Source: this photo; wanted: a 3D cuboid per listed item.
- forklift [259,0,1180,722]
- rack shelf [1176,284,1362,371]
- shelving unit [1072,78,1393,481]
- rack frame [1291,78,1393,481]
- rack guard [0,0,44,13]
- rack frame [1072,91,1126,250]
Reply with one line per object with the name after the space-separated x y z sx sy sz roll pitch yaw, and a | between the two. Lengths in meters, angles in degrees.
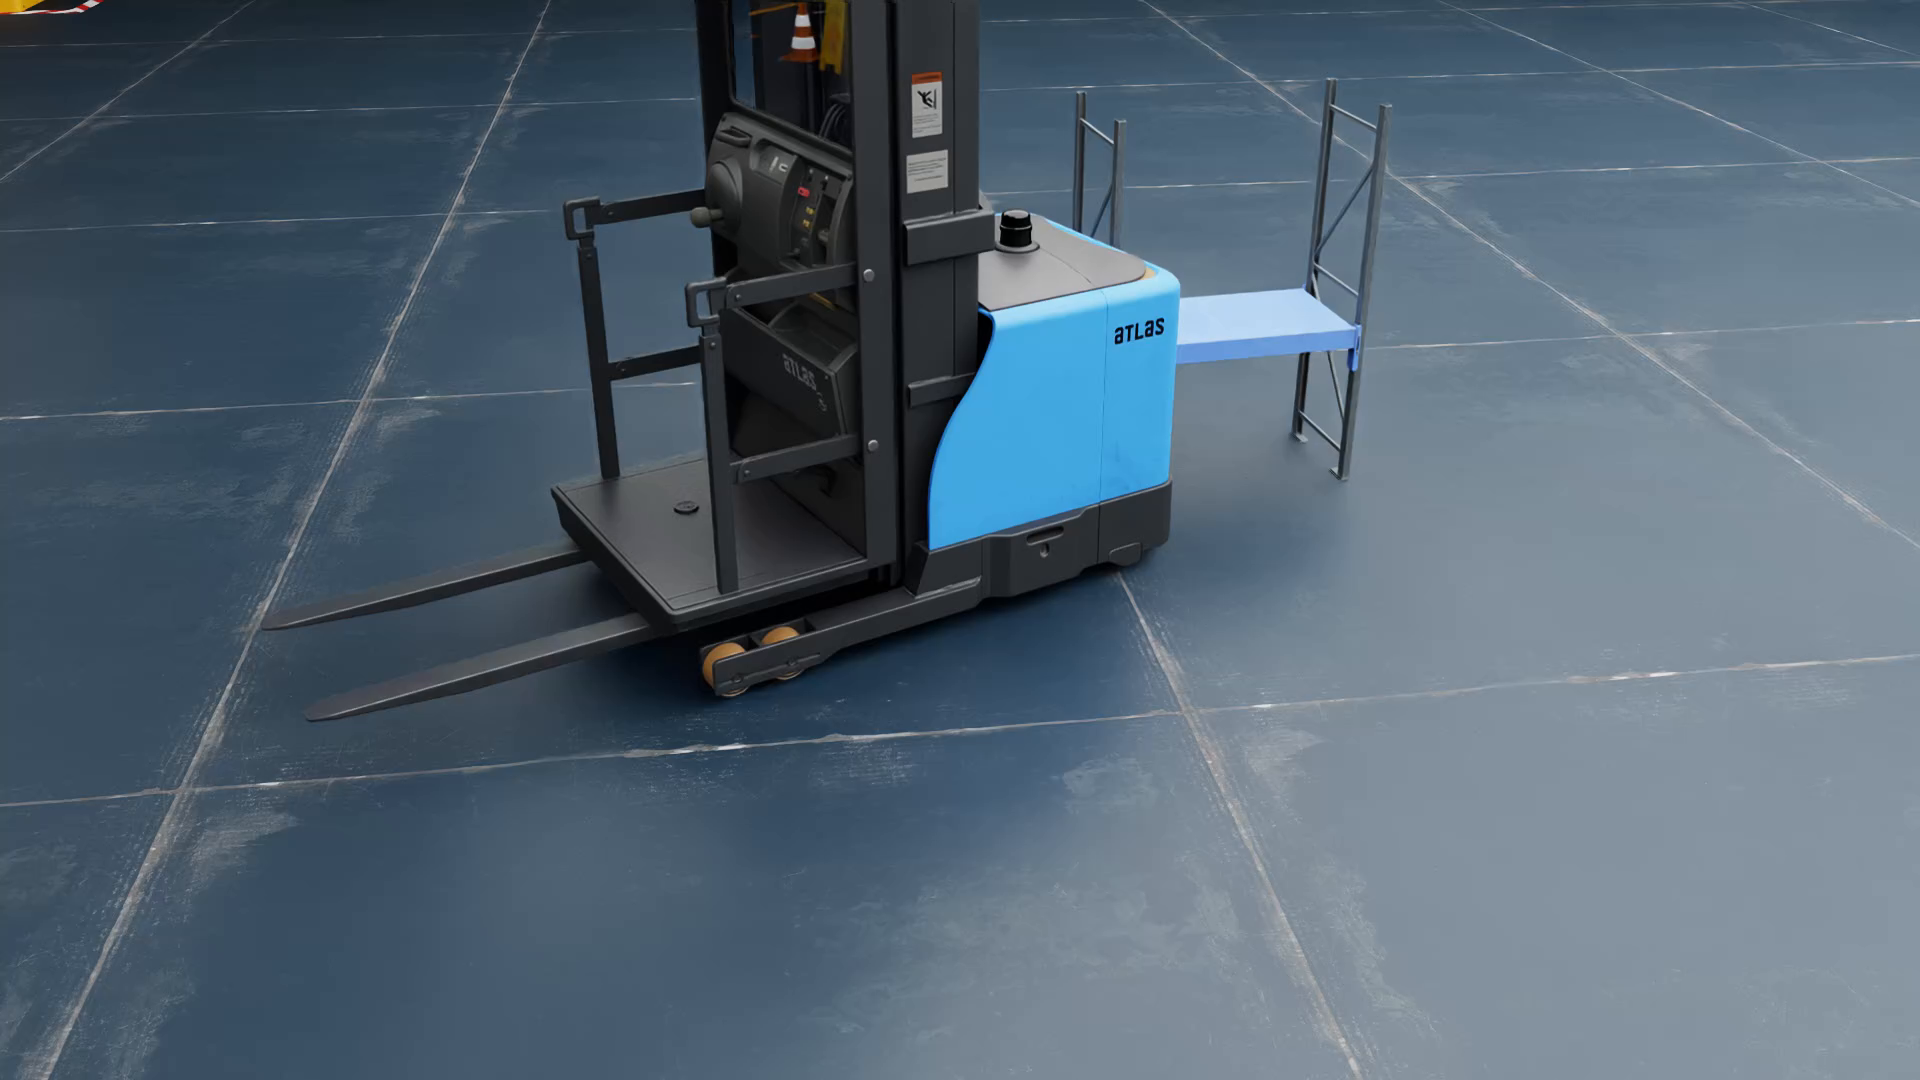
-0.754 -1.082 5.148 3.031 2.935 1.130 -16 31 -28 | forklift
1.003 -0.803 6.567 1.000 0.185 0.538 -6 28 -12 | rack shelf
1.003 -0.963 6.484 1.048 1.500 0.538 -6 28 -12 | shelving unit
1.497 -1.018 6.591 0.032 1.500 0.500 -6 28 -12 | rack frame
-9.502 -5.673 16.759 0.348 0.500 1.175 -4 27 -7 | rack guard
0.509 -0.908 6.378 0.032 1.500 0.500 -6 28 -12 | rack frame
